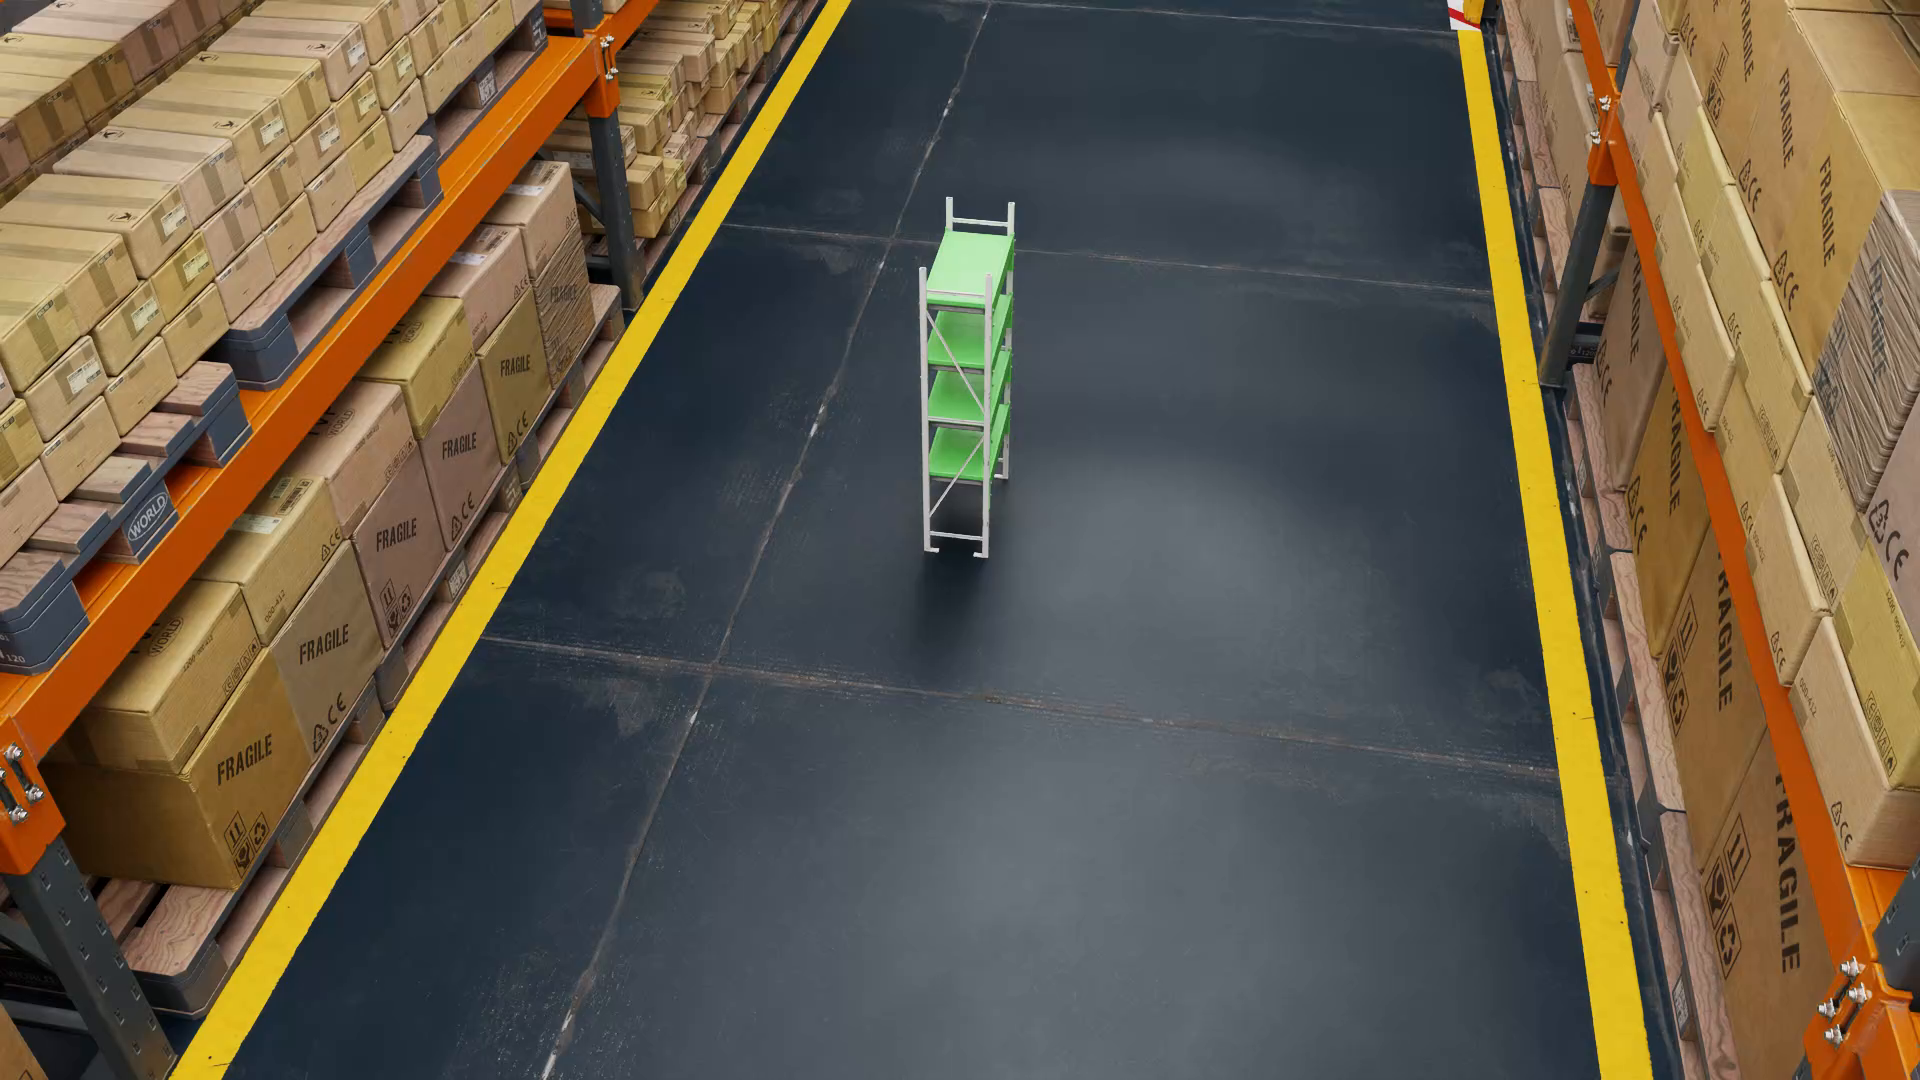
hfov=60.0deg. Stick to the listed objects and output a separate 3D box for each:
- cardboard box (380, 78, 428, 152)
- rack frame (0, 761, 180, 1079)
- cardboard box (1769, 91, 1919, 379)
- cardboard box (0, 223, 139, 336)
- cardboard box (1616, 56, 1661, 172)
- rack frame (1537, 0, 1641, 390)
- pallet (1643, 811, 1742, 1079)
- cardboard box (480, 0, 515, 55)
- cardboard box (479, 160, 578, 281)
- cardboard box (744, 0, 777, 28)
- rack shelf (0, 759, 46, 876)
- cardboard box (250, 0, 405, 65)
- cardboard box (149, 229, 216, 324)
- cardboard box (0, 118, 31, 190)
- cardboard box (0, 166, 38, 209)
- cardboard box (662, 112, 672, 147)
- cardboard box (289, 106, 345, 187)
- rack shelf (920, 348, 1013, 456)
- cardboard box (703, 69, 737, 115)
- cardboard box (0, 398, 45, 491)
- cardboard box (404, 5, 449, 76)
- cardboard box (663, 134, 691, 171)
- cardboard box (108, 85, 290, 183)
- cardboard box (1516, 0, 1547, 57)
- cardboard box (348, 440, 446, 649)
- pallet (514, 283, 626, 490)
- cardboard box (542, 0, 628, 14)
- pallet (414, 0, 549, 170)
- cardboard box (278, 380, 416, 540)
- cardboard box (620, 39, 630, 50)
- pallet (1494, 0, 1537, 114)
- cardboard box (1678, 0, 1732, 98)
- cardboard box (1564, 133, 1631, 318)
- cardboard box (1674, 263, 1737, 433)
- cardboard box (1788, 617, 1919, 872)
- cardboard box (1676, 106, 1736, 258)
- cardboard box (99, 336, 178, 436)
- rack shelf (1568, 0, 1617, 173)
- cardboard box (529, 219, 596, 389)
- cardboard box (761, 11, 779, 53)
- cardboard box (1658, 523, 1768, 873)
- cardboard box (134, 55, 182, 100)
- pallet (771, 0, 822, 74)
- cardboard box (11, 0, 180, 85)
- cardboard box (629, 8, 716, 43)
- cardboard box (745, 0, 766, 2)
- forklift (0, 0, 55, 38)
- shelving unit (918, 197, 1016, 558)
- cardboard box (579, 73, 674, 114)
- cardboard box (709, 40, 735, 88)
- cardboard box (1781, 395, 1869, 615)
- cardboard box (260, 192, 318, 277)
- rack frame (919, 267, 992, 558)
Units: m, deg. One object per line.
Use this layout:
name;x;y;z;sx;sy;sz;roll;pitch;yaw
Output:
cardboard box;-1.990;-1.409;5.468;0.380;0.149;0.250;5;40;6
rack frame;-2.633;0.243;3.602;1.000;3.000;0.127;6;40;8
cardboard box;2.265;-0.685;3.862;0.500;0.500;0.500;6;40;8
cardboard box;-2.272;-0.642;4.073;0.380;0.149;0.250;6;40;7
cardboard box;2.616;-1.480;5.803;0.500;0.250;0.500;6;40;7
rack frame;2.952;-1.785;6.054;1.000;3.000;0.127;6;40;8
pallet;2.470;1.314;4.495;1.003;0.211;1.213;6;40;8
cardboard box;-1.859;-1.898;6.059;0.380;0.149;0.250;7;40;8
cardboard box;-1.821;-1.259;6.463;0.500;0.250;0.500;5;40;6
cardboard box;-1.224;-2.940;9.126;0.380;0.149;0.250;7;40;8
rack shelf;-2.979;1.776;2.313;1.077;0.370;4.000;6;40;8
cardboard box;-2.002;-1.639;5.278;0.380;0.149;0.250;5;40;6
cardboard box;-2.221;-0.714;4.394;0.380;0.149;0.250;7;40;8
cardboard box;-2.819;-1.050;4.566;0.380;0.149;0.250;6;40;8
cardboard box;-2.819;-0.943;4.670;0.380;0.149;0.250;6;40;7
cardboard box;-1.601;-1.963;7.944;0.380;0.149;0.250;6;40;7
cardboard box;-2.087;-1.196;4.976;0.380;0.149;0.250;8;40;9
rack shelf;0.029;-0.517;6.034;0.258;0.148;0.480;6;40;8
cardboard box;-1.377;-2.342;8.636;0.380;0.149;0.250;5;40;6
cardboard box;-2.352;-0.217;3.793;0.380;0.149;0.250;8;40;10
cardboard box;-1.948;-1.682;5.565;0.380;0.149;0.250;5;40;6
cardboard box;-1.524;-1.852;8.044;0.380;0.149;0.250;6;40;7
cardboard box;-2.136;-1.145;4.681;0.380;0.149;0.250;8;40;9
cardboard box;3.628;-3.044;9.259;0.875;0.438;0.875;5;40;6
cardboard box;-2.092;-0.009;5.540;0.500;0.500;0.500;5;40;7
pallet;-2.074;-0.704;6.935;1.003;0.211;1.213;6;40;8
cardboard box;-1.570;-2.312;6.889;0.380;0.149;0.250;8;40;9
pallet;-2.216;-1.729;6.138;1.003;0.211;1.213;6;40;8
cardboard box;-2.089;-0.278;5.275;0.500;0.250;0.500;7;40;8
cardboard box;-1.905;-2.493;8.586;0.380;0.149;0.250;5;40;6
pallet;3.583;-2.710;9.362;1.003;0.211;1.213;6;40;8
cardboard box;2.532;-1.642;5.018;0.500;0.500;0.500;6;40;7
cardboard box;3.166;-1.341;7.199;0.875;0.438;0.875;6;40;7
cardboard box;2.328;-0.522;4.645;0.500;0.250;0.500;6;40;7
cardboard box;2.092;0.438;3.484;0.500;0.250;0.500;5;40;6
cardboard box;2.422;-1.030;4.868;0.500;0.250;0.500;7;40;8
cardboard box;-2.264;-0.418;4.269;0.380;0.149;0.250;8;40;10
rack shelf;3.298;-2.763;7.802;1.077;0.370;4.000;6;40;8
cardboard box;-1.821;-0.973;6.705;0.500;0.500;0.500;6;40;7
cardboard box;-1.222;-2.835;9.233;0.380;0.149;0.250;5;40;6
cardboard box;2.620;0.399;4.751;0.875;0.875;0.875;7;40;8
cardboard box;-2.684;-1.426;5.255;0.380;0.149;0.250;6;40;7
pallet;-1.437;-3.149;9.893;1.003;0.211;1.213;6;40;8
cardboard box;-2.685;-1.553;5.175;0.380;0.149;0.250;8;40;9
cardboard box;-1.463;-2.580;8.458;0.380;0.149;0.250;5;40;6
cardboard box;-1.209;-3.051;9.028;0.380;0.149;0.250;8;40;9
forklift;-4.685;-1.863;6.203;1.130;2.935;3.031;8;40;9
shelving unit;0.029;-0.566;5.993;0.258;1.200;0.503;6;40;8
cardboard box;-1.576;-2.083;7.857;0.380;0.149;0.250;6;40;7
cardboard box;-1.375;-2.453;8.537;0.380;0.149;0.250;6;40;7
cardboard box;2.178;-0.063;3.698;0.500;0.250;0.500;5;40;7
cardboard box;-2.129;-0.913;4.867;0.380;0.149;0.250;7;40;8
rack frame;-0.014;-0.413;5.808;0.240;1.200;0.015;6;40;8
